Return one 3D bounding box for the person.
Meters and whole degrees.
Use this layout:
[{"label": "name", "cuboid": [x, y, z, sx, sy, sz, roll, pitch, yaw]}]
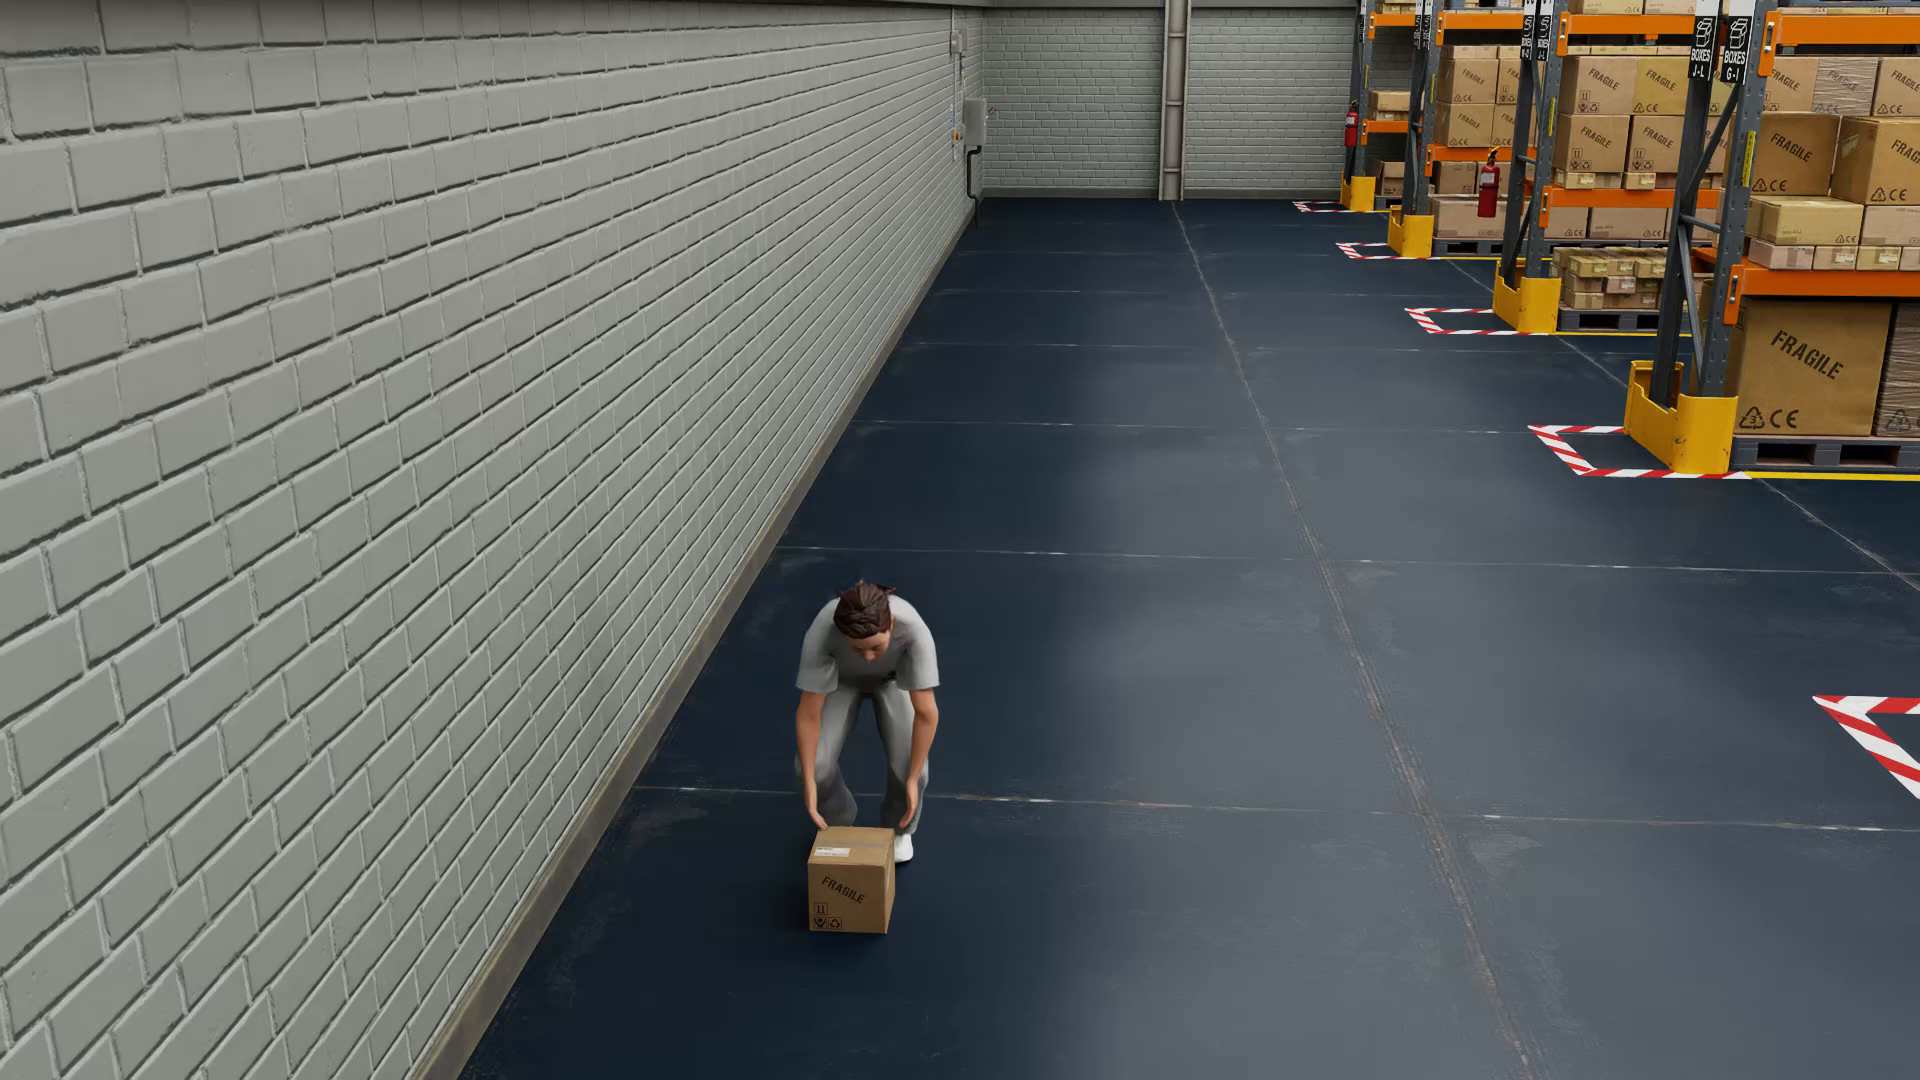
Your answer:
[{"label": "person", "cuboid": [-0.305, 0.587, 5.653, 0.495, 1.102, 0.757, 1, 18, 4]}]
